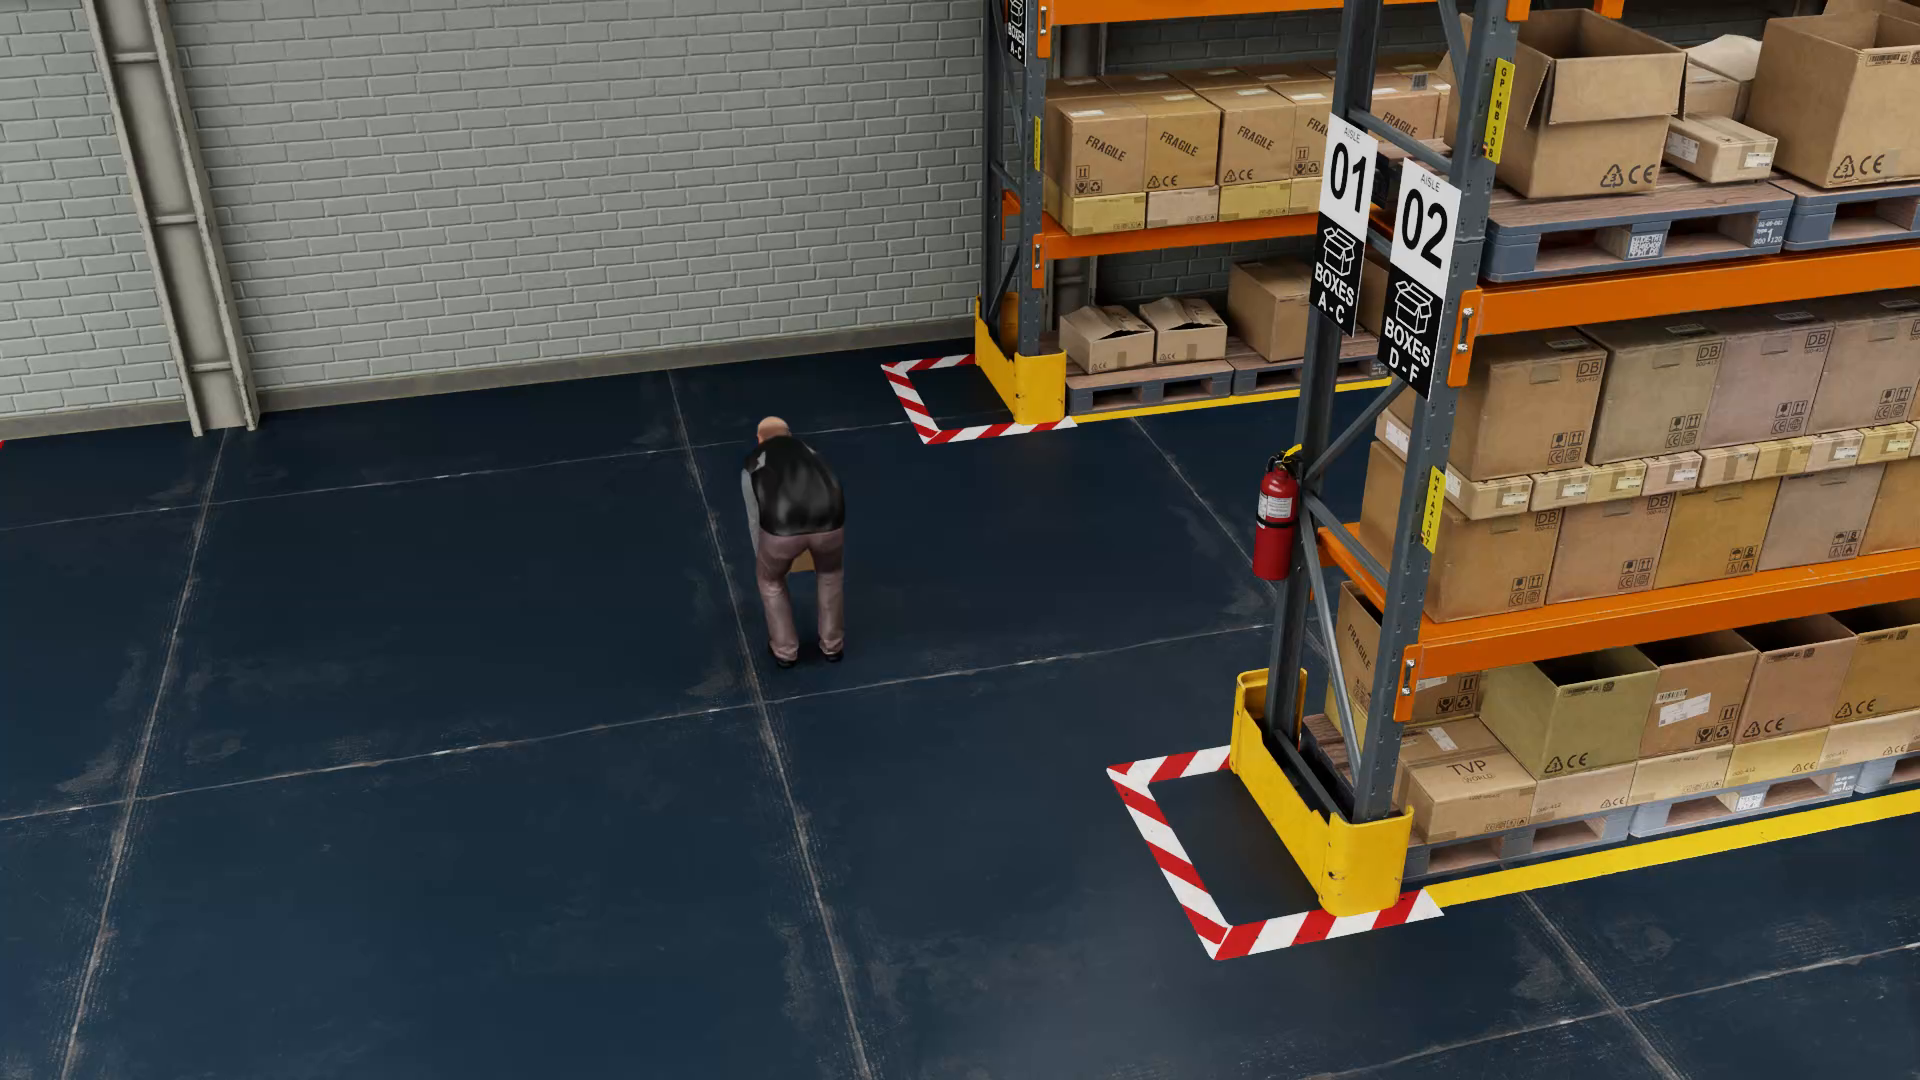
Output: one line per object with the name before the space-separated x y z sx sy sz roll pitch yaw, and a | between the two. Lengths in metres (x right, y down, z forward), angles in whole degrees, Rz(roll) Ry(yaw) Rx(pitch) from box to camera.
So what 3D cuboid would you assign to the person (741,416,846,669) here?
person | -0.888 0.005 8.834 0.462 1.145 0.955 -9 31 -15
